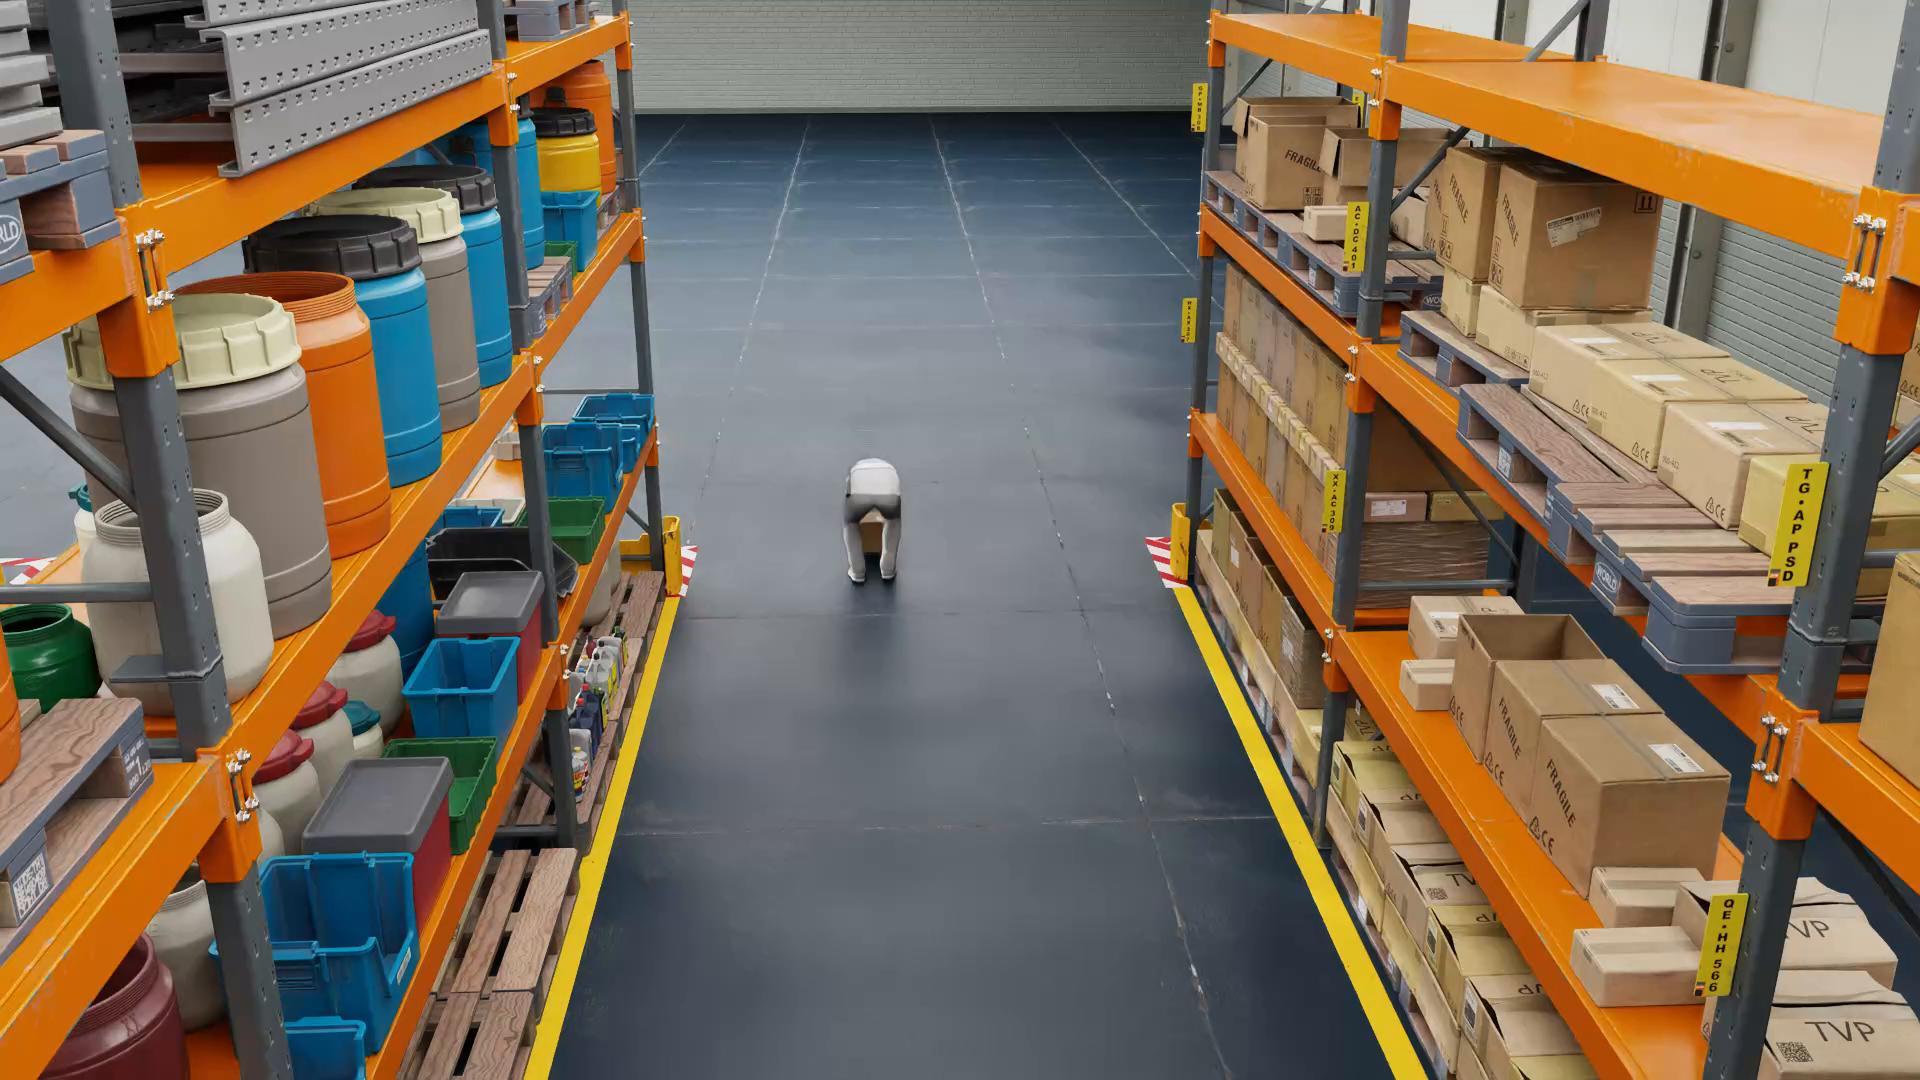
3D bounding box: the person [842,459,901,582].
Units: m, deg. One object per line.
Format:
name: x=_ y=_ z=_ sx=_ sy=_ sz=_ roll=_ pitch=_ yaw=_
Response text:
person: x=-0.676 y=-0.202 z=12.677 sx=0.456 sy=0.922 sz=0.907 roll=-2 pitch=21 yaw=-6
